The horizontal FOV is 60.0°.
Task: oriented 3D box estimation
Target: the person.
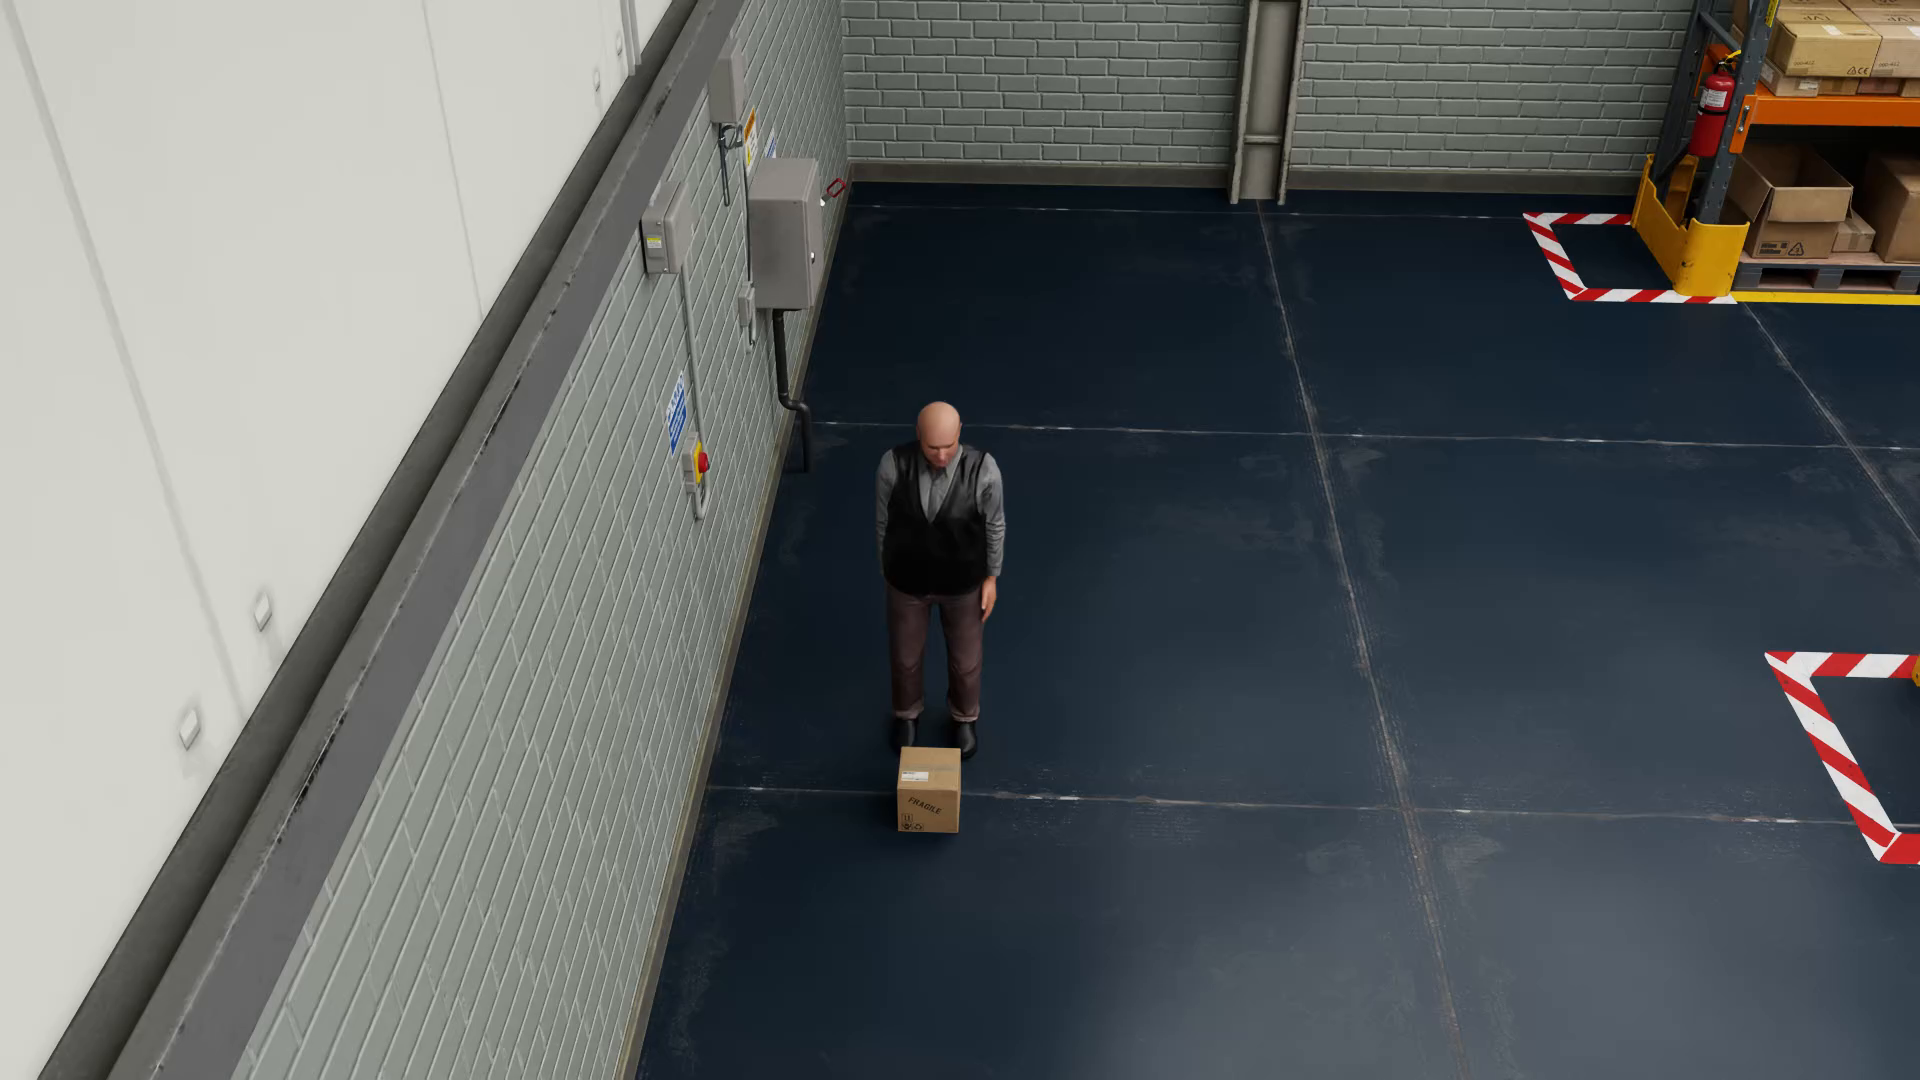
[{"bbox_3d":[-0.080,0.169,6.917,0.535,1.714,0.353,2,36,3],"label":"person"}]
